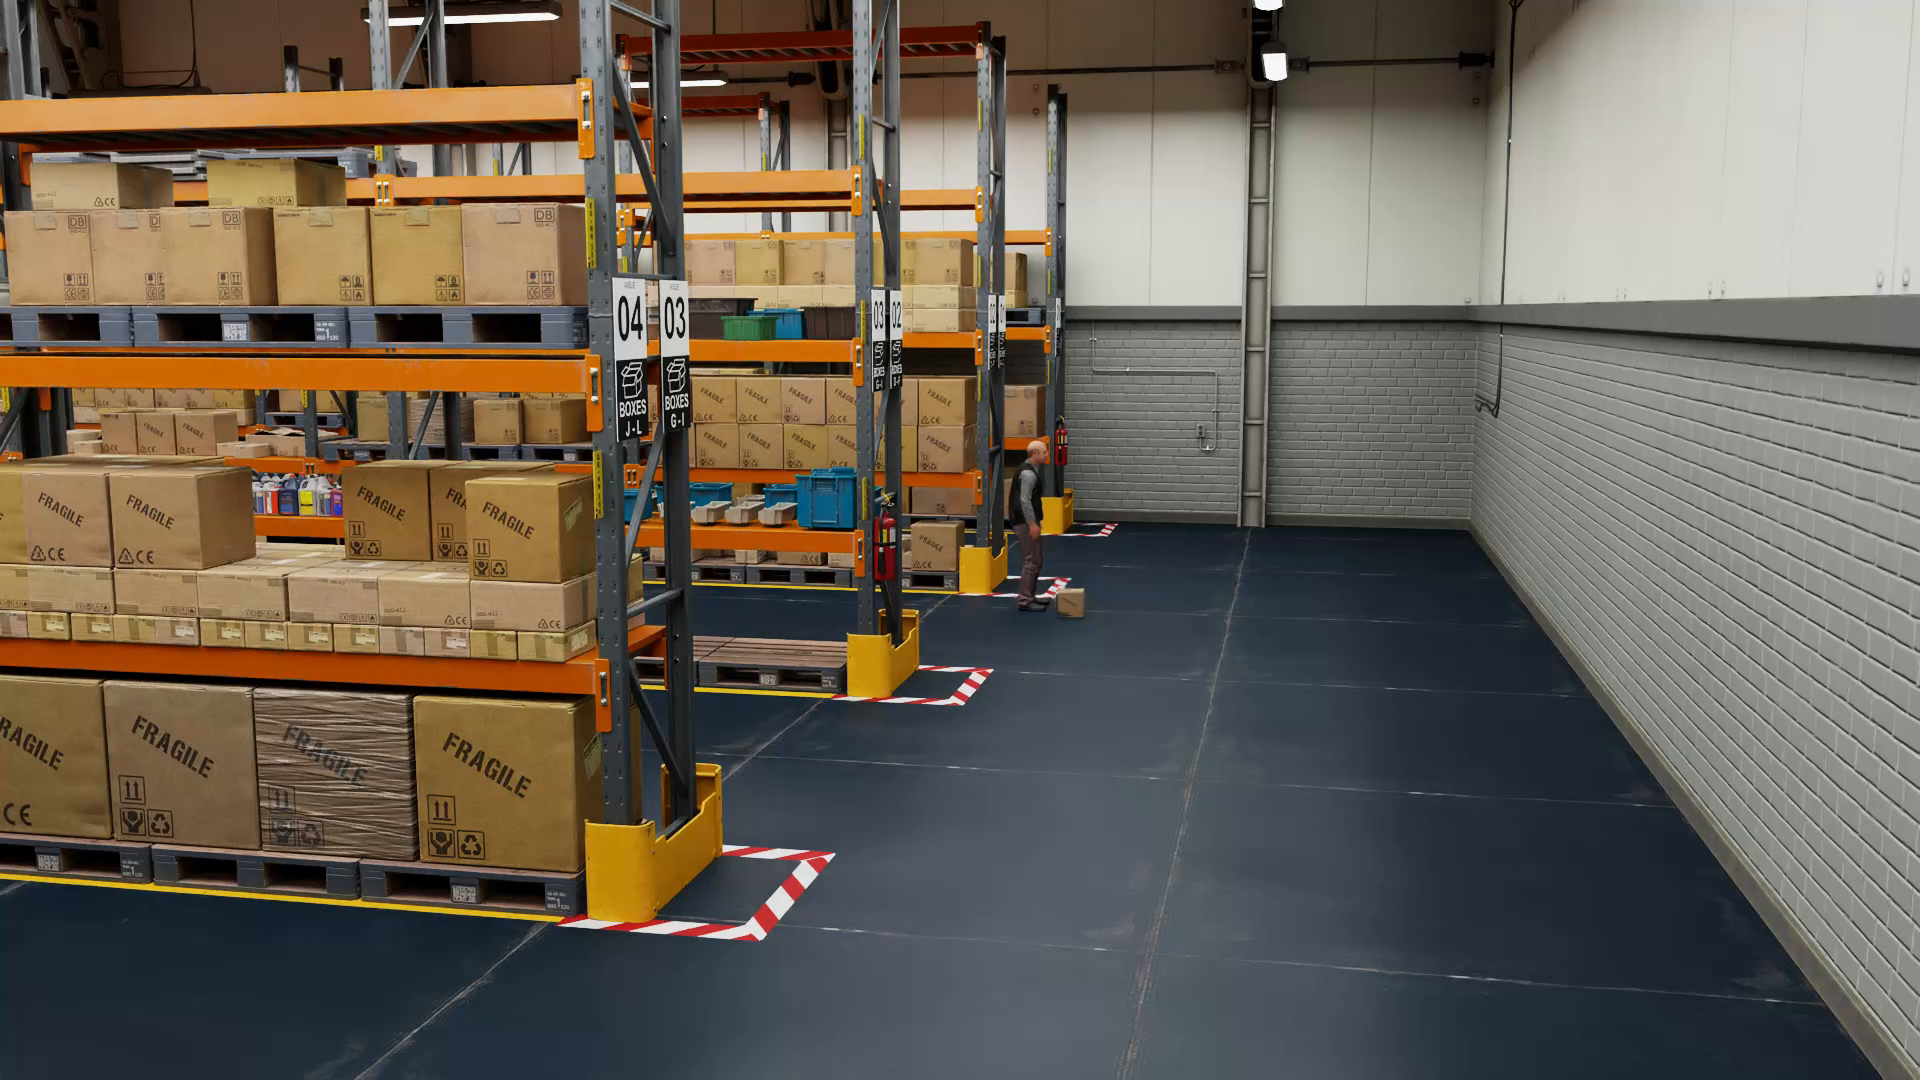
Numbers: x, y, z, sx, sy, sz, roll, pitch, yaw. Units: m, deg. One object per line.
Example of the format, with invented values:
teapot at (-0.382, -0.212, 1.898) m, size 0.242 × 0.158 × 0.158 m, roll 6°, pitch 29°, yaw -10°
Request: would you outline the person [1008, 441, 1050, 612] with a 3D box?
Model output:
person at (0.704, -0.155, 17.014) m, size 0.421 × 1.721 × 0.571 m, roll 1°, pitch 8°, yaw 7°
